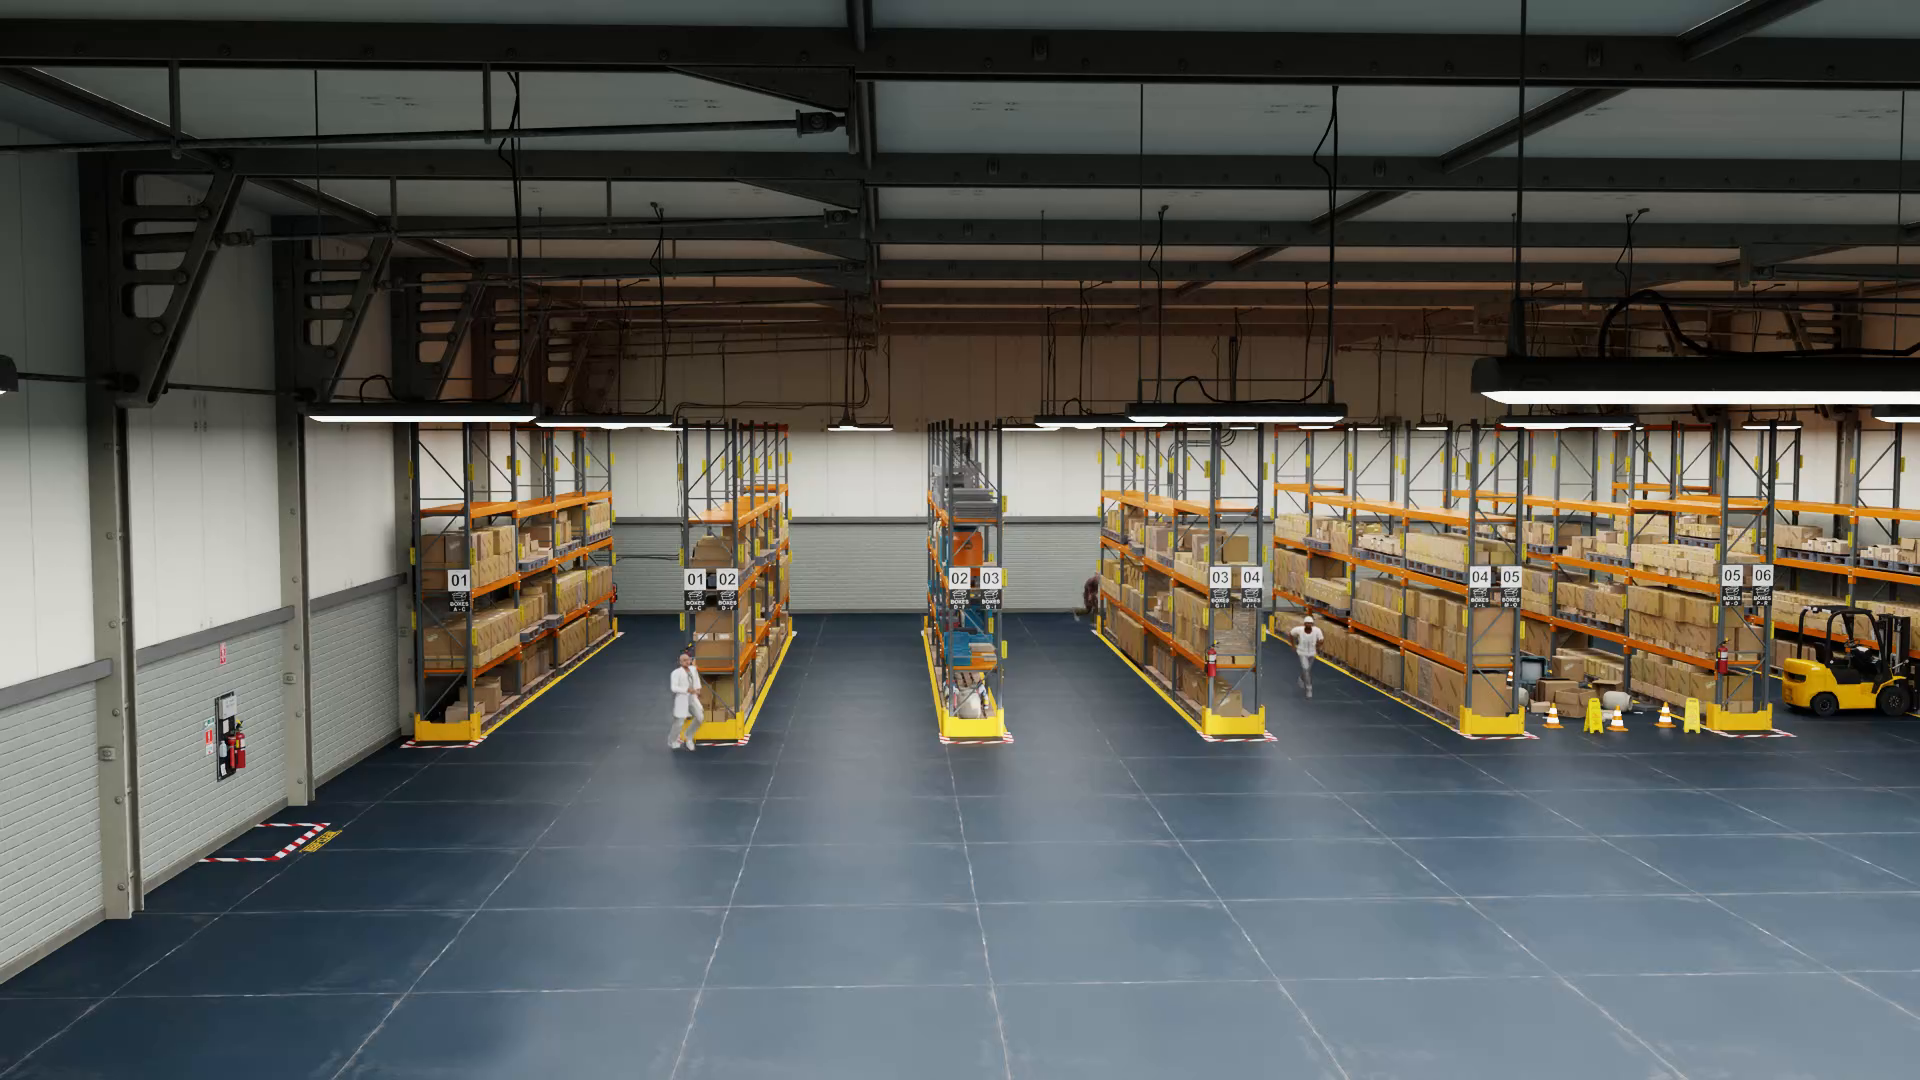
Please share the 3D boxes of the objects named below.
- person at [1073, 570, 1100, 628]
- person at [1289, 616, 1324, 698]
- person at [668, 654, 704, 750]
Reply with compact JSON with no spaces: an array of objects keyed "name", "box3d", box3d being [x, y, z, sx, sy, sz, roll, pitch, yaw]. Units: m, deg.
[{"name":"person","box3d":[3.791,1.734,49.348,0.947,1.734,0.719,2,4,28]},{"name":"person","box3d":[7.590,2.528,36.456,0.698,1.771,1.065,0,4,-7]},{"name":"person","box3d":[-4.911,2.917,29.925,0.734,1.742,0.919,-3,5,-40]}]
